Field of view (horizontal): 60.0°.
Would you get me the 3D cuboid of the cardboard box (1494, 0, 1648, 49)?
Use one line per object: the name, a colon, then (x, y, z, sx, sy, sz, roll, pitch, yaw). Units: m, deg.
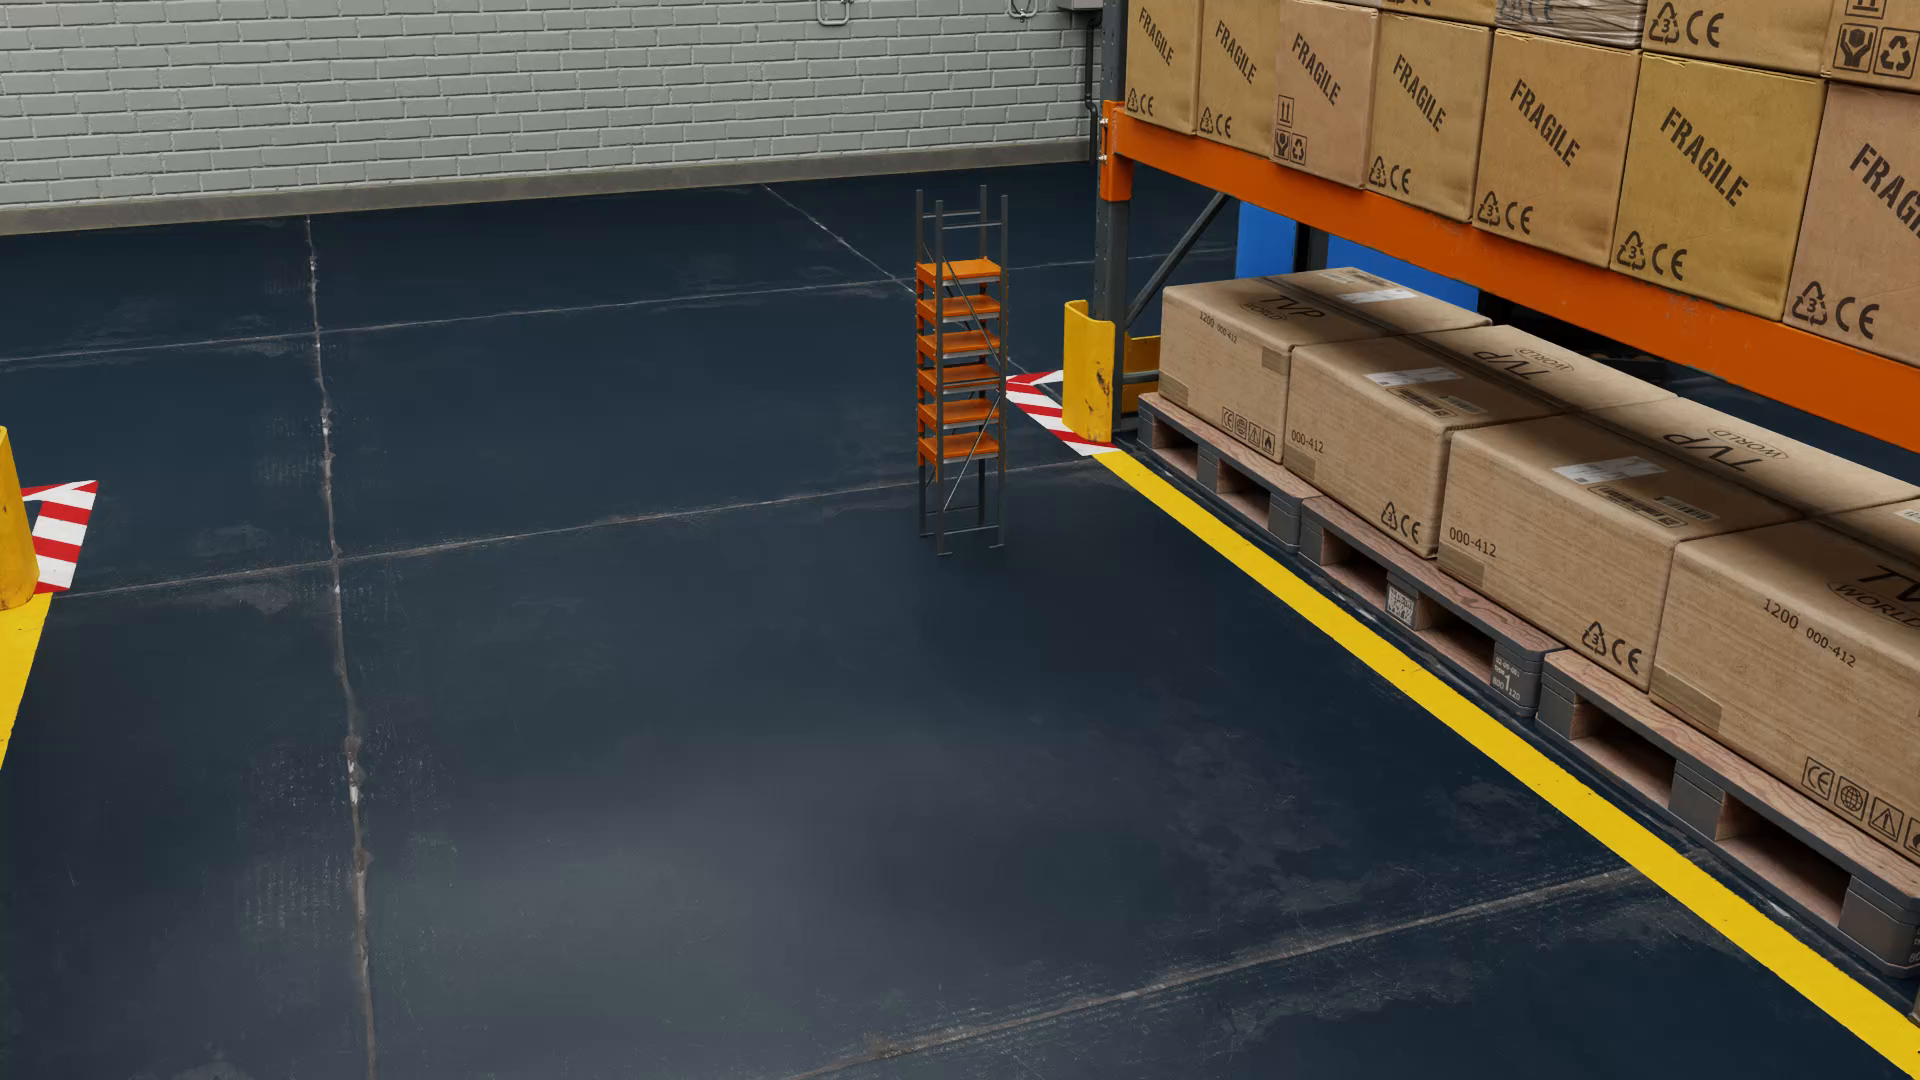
cardboard box: (1.649, -1.453, 3.919, 0.500, 0.500, 0.500, -8, 24, -18)

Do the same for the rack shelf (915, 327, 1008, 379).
rack shelf: (0.005, -0.617, 5.475, 0.258, 0.103, 0.180, -8, 24, -19)

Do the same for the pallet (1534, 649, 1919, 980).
pallet: (2.239, 0.555, 4.162, 1.003, 0.211, 1.213, -8, 24, -19)

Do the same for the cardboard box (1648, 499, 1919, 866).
cardboard box: (2.313, 0.301, 3.932, 0.875, 0.438, 0.875, -9, 24, -20)

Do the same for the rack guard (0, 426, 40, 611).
rack guard: (-3.547, -0.001, 5.109, 1.175, 0.500, 0.348, -8, 24, -19)

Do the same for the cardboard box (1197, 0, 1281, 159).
cardboard box: (1.127, -1.549, 5.434, 0.500, 0.500, 0.500, -9, 24, -20)

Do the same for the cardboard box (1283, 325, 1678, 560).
cardboard box: (1.679, -0.352, 5.481, 0.875, 0.438, 0.875, -8, 24, -18)

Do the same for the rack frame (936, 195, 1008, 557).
rack frame: (0.037, -0.514, 5.426, 0.240, 1.200, 0.006, -8, 24, -19)

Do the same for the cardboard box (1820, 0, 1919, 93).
cardboard box: (2.009, -1.084, 3.043, 0.500, 0.500, 0.500, -9, 24, -19)

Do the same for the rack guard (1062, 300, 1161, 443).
rack guard: (1.013, -0.753, 6.894, 1.175, 0.500, 0.348, -8, 24, -19)

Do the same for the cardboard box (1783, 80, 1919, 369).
cardboard box: (2.031, -0.623, 3.237, 0.500, 0.500, 0.500, -8, 24, -19)

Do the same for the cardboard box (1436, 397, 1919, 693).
cardboard box: (1.996, -0.024, 4.703, 0.875, 0.438, 0.875, -9, 25, -21)

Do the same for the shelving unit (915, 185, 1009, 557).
shelving unit: (0.005, -0.548, 5.504, 0.258, 1.200, 0.189, -8, 24, -19)

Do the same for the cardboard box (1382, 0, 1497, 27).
cardboard box: (1.480, -1.636, 4.354, 0.500, 0.500, 0.500, -8, 24, -19)

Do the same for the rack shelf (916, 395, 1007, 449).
rack shelf: (0.005, -0.396, 5.568, 0.258, 0.103, 0.180, -8, 24, -19)

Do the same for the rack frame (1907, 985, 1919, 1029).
rack frame: (2.434, -0.443, 2.939, 1.000, 3.000, 0.127, -8, 24, -19)

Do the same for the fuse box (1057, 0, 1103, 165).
fuse box: (1.024, -3.584, 12.050, 0.539, 1.711, 0.414, -8, 24, -19)

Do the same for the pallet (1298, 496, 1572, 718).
pallet: (1.804, 0.111, 5.216, 1.003, 0.211, 1.213, -8, 24, -19)

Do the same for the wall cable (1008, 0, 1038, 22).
wall cable: (0.330, -4.609, 11.516, 0.588, 1.984, 0.122, -8, 24, -19)

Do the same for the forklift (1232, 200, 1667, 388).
forklift: (2.789, -2.208, 7.214, 3.031, 2.935, 1.130, 4, 23, 9)

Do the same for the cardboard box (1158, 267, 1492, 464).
cardboard box: (1.348, -0.683, 6.267, 0.875, 0.438, 0.875, -9, 25, -21)

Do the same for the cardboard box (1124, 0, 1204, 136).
cardboard box: (0.922, -1.729, 5.861, 0.500, 0.500, 0.500, -9, 24, -19)

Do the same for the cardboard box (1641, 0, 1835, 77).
cardboard box: (1.838, -1.269, 3.483, 0.500, 0.500, 0.500, -9, 24, -20)

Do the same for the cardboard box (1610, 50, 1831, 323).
cardboard box: (1.844, -0.809, 3.678, 0.500, 0.500, 0.500, -9, 24, -20)

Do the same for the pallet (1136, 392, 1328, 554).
pallet: (1.377, -0.332, 6.266, 1.003, 0.211, 1.213, -8, 24, -19)

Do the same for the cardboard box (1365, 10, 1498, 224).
cardboard box: (1.482, -1.182, 4.563, 0.500, 0.500, 0.500, -8, 24, -17)

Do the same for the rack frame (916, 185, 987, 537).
rack frame: (-0.027, -0.581, 5.583, 0.240, 1.200, 0.006, -8, 24, -19)

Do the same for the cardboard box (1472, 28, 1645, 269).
cardboard box: (1.653, -0.990, 4.107, 0.500, 0.500, 0.500, -9, 24, -20)

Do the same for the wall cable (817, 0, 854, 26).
wall cable: (-0.993, -4.425, 11.038, 0.585, 1.953, 0.123, -8, 24, -19)

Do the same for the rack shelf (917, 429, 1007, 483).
rack shelf: (0.005, -0.286, 5.615, 0.258, 0.103, 0.180, -8, 24, -19)

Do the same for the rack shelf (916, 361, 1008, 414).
rack shelf: (0.005, -0.507, 5.522, 0.258, 0.103, 0.180, -8, 24, -19)

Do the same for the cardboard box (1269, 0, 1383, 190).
cardboard box: (1.290, -1.362, 4.990, 0.500, 0.500, 0.500, -8, 24, -19)

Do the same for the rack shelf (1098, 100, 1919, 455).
rack shelf: (1.728, -0.838, 4.803, 1.077, 0.370, 4.000, -8, 24, -19)

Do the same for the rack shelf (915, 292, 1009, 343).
rack shelf: (0.005, -0.728, 5.429, 0.258, 0.103, 0.180, -8, 24, -19)

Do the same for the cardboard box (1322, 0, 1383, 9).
cardboard box: (1.302, -1.817, 4.783, 0.500, 0.500, 0.500, -9, 24, -19)

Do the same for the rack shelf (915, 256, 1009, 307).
rack shelf: (0.005, -0.838, 5.382, 0.258, 0.103, 0.180, -8, 24, -19)

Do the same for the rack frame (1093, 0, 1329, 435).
rack frame: (1.021, -1.897, 6.388, 1.000, 3.000, 0.127, -8, 24, -19)
